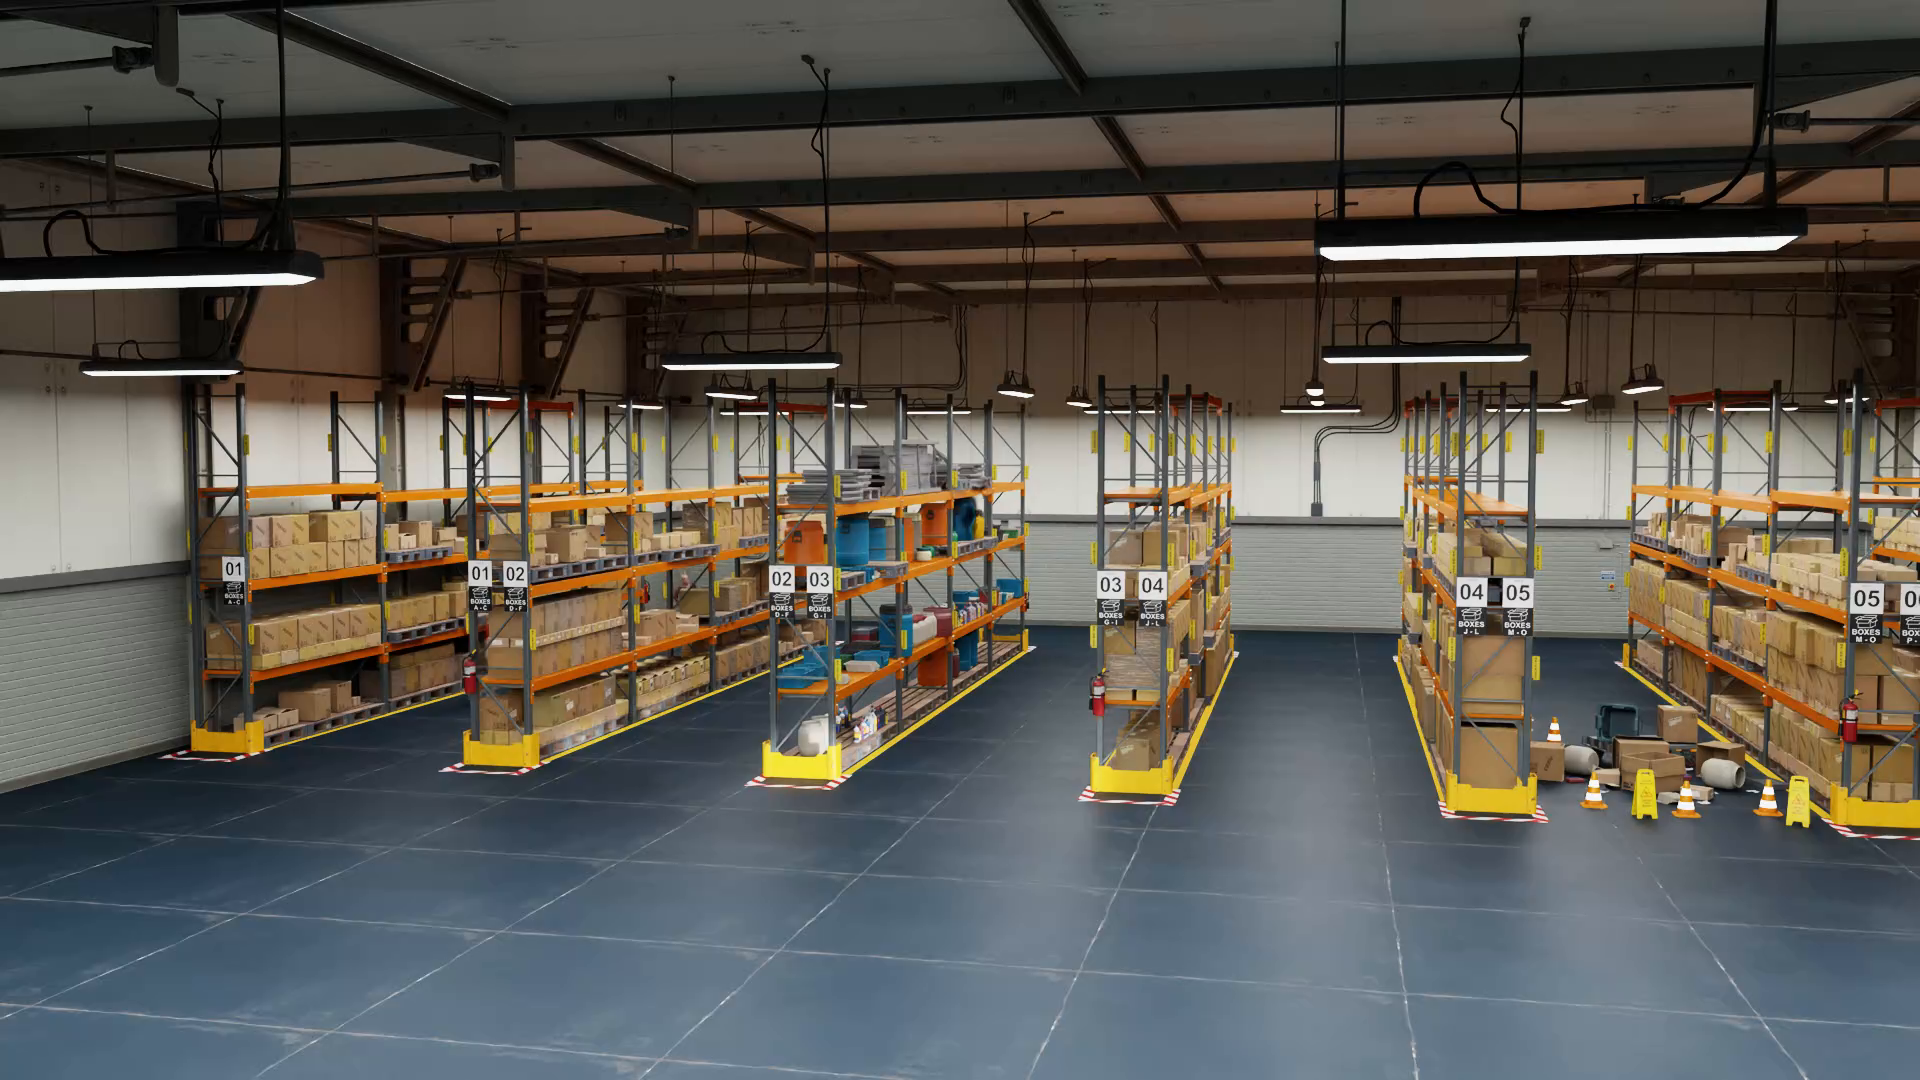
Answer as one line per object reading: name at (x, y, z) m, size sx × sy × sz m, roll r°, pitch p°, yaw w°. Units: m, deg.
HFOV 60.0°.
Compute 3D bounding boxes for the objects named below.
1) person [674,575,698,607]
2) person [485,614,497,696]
person at (-7.047, 1.711, 43.182) m, size 0.789 × 1.653 × 0.617 m, roll -3°, pitch 5°, yaw -44°
person at (-9.055, 2.287, 32.531) m, size 0.448 × 1.749 × 0.531 m, roll -2°, pitch 4°, yaw -36°
